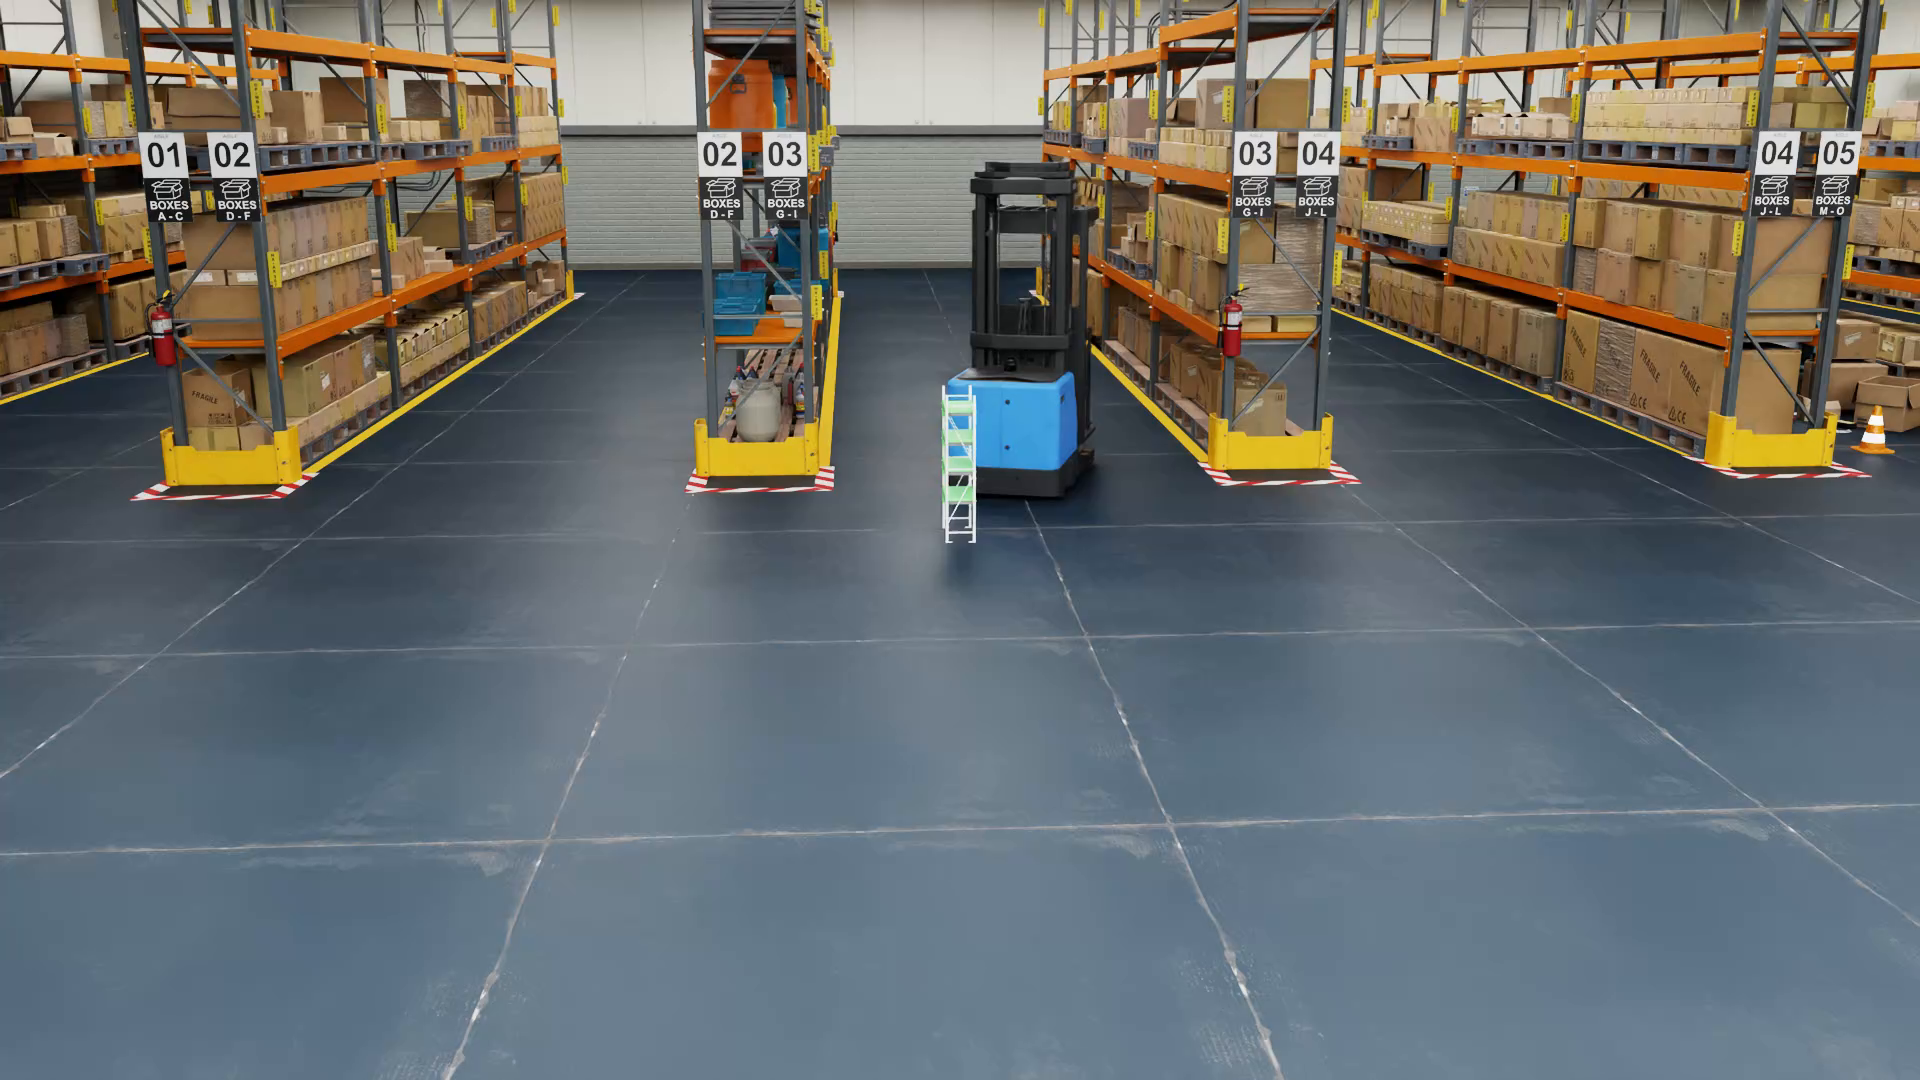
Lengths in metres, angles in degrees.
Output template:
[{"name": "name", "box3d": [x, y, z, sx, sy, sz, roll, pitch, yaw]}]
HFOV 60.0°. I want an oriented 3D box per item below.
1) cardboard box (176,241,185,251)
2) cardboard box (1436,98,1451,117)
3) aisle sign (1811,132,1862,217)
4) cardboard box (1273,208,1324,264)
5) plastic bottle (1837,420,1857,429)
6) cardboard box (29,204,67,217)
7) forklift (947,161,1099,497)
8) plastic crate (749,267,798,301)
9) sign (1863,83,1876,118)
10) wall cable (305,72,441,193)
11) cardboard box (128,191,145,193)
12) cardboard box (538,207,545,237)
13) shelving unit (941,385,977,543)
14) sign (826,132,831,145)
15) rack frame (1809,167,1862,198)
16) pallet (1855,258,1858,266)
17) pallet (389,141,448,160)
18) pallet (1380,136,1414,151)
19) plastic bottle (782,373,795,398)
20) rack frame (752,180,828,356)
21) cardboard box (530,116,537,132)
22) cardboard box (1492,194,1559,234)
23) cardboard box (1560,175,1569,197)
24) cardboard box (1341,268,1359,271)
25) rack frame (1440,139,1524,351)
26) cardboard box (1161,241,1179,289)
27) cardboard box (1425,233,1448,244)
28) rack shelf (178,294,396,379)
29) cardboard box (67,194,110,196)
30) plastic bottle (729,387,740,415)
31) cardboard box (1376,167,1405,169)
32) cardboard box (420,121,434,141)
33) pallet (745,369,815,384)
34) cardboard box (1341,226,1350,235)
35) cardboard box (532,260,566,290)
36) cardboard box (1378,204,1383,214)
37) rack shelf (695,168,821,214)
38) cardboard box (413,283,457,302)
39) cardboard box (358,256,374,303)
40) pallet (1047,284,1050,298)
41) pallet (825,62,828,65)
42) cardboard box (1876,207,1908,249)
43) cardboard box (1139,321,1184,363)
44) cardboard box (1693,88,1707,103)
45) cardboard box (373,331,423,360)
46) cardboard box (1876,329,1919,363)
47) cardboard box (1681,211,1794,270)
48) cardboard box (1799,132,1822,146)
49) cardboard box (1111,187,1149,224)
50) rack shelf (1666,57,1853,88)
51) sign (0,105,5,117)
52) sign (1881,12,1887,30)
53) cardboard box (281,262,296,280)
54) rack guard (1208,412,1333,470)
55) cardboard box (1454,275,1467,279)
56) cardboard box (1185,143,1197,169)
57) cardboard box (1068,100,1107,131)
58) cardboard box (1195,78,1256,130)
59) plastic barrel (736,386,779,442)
[{"name": "cardboard box", "box3d": [-12.141, -4.539, 25.611, 0.380, 0.149, 0.250, -1, 14, -3]}, {"name": "cardboard box", "box3d": [7.175, -6.305, 24.253, 0.396, 0.266, 0.258, -1, 14, -3]}, {"name": "aisle sign", "box3d": [8.306, -3.465, 15.757, 0.394, 0.787, 0.004, -1, 14, -3]}, {"name": "cardboard box", "box3d": [3.283, -2.985, 16.306, 0.500, 0.500, 0.500, -1, 14, -3]}, {"name": "plastic bottle", "box3d": [9.747, -1.281, 18.383, 0.133, 0.061, 0.283, -6, 16, -23]}, {"name": "cardboard box", "box3d": [-12.230, -4.418, 22.293, 0.380, 0.149, 0.250, -3, 15, -11]}, {"name": "forklift", "box3d": [0.709, -2.122, 15.890, 1.130, 2.935, 3.031, 3, 15, 13]}, {"name": "plastic crate", "box3d": [-2.240, -2.924, 18.995, 0.767, 0.338, 0.504, -1, 14, -3]}, {"name": "sign", "box3d": [8.556, -4.141, 15.667, 0.100, 0.325, 0.005, -1, 14, -3]}, {"name": "wall cable", "box3d": [-12.771, -8.731, 35.634, 3.097, 2.526, 0.112, -1, 14, -3]}, {"name": "cardboard box", "box3d": [-12.192, -5.122, 25.070, 0.500, 0.250, 0.500, -1, 14, -2]}, {"name": "cardboard box", "box3d": [-7.409, -5.431, 28.415, 0.500, 0.500, 0.500, -1, 14, -4]}, {"name": "shelving unit", "box3d": [-0.010, -0.622, 13.537, 0.258, 1.200, 0.503, -1, 14, -3]}, {"name": "sign", "box3d": [-1.845, -5.493, 23.047, 0.100, 0.325, 0.005, -1, 14, -3]}, {"name": "rack frame", "box3d": [16.899, -6.378, 32.294, 1.000, 3.000, 0.127, -1, 14, -3]}, {"name": "pallet", "box3d": [12.591, -4.042, 23.601, 1.213, 0.211, 1.003, -1, 14, -3]}, {"name": "pallet", "box3d": [-7.134, -4.921, 20.992, 1.003, 0.211, 1.213, 0, 14, -1]}, {"name": "pallet", "box3d": [7.258, -6.152, 25.775, 1.213, 0.211, 1.003, -1, 14, -3]}, {"name": "plastic bottle", "box3d": [-1.953, -1.768, 18.962, 0.152, 0.276, 0.135, -1, 14, -3]}, {"name": "rack frame", "box3d": [-2.394, -4.081, 23.368, 1.000, 3.000, 0.127, -1, 14, -3]}, {"name": "cardboard box", "box3d": [-7.420, -6.996, 27.975, 0.500, 0.250, 0.500, -1, 14, -3]}, {"name": "cardboard box", "box3d": [7.591, -4.376, 22.308, 0.700, 0.500, 0.500, -1, 14, -4]}, {"name": "cardboard box", "box3d": [11.691, -6.709, 31.374, 0.500, 0.500, 0.500, -1, 14, -5]}, {"name": "cardboard box", "box3d": [6.917, -4.786, 29.791, 0.380, 0.149, 0.250, -1, 14, -3]}, {"name": "rack frame", "box3d": [7.507, -4.209, 23.865, 1.000, 3.000, 0.127, -1, 14, -3]}, {"name": "cardboard box", "box3d": [2.760, -3.117, 18.825, 0.875, 0.500, 0.500, -1, 14, -3]}, {"name": "cardboard box", "box3d": [7.017, -4.406, 24.293, 0.380, 0.149, 0.250, -1, 14, -3]}, {"name": "rack shelf", "box3d": [-6.966, -2.165, 17.364, 1.077, 0.370, 4.000, -1, 14, -3]}, {"name": "cardboard box", "box3d": [-12.626, -4.859, 24.047, 0.500, 0.250, 0.500, -1, 14, -5]}, {"name": "plastic bottle", "box3d": [-2.438, -1.498, 17.913, 0.152, 0.276, 0.135, -1, 14, -3]}, {"name": "cardboard box", "box3d": [7.427, -6.125, 28.508, 0.500, 0.500, 0.500, -1, 14, -5]}, {"name": "cardboard box", "box3d": [-7.203, -5.347, 21.726, 0.500, 0.250, 0.500, 0, 14, -2]}, {"name": "pallet", "box3d": [-2.233, -1.930, 20.605, 1.003, 0.211, 1.213, -1, 14, -3]}, {"name": "cardboard box", "box3d": [6.888, -5.411, 29.040, 0.380, 0.149, 0.250, -2, 15, -6]}, {"name": "cardboard box", "box3d": [-7.554, -4.866, 30.553, 0.500, 0.500, 0.500, -1, 14, -3]}, {"name": "cardboard box", "box3d": [6.874, -5.273, 26.469, 0.380, 0.149, 0.250, -1, 14, -4]}, {"name": "rack shelf", "box3d": [-2.022, -3.693, 17.284, 1.077, 0.370, 4.000, -1, 14, -3]}, {"name": "cardboard box", "box3d": [-7.638, -3.614, 24.181, 0.500, 0.250, 0.500, 0, 14, -1]}, {"name": "cardboard box", "box3d": [-7.056, -2.949, 18.767, 0.700, 0.500, 0.500, -1, 14, -5]}, {"name": "pallet", "box3d": [2.182, -4.599, 30.977, 1.003, 0.211, 1.213, -1, 14, -3]}, {"name": "pallet", "box3d": [-2.560, -7.491, 25.762, 1.003, 0.211, 1.213, -1, 14, -3]}, {"name": "cardboard box", "box3d": [12.373, -4.075, 21.702, 0.500, 0.500, 0.500, 0, 14, -2]}, {"name": "cardboard box", "box3d": [2.735, -2.576, 21.653, 0.700, 0.500, 0.500, -2, 15, -8]}, {"name": "cardboard box", "box3d": [7.595, -4.457, 16.670, 0.380, 0.149, 0.250, -1, 14, -2]}, {"name": "cardboard box", "box3d": [-6.893, -2.385, 20.327, 0.500, 0.311, 0.500, -1, 14, -4]}, {"name": "cardboard box", "box3d": [12.606, -2.555, 21.870, 0.950, 0.372, 0.625, 0, 14, 0]}, {"name": "cardboard box", "box3d": [7.892, -3.043, 16.866, 0.875, 0.550, 0.550, -1, 14, -3]}, {"name": "cardboard box", "box3d": [8.301, -3.892, 16.075, 0.380, 0.149, 0.250, -1, 14, -3]}, {"name": "cardboard box", "box3d": [2.521, -4.874, 24.235, 0.797, 0.503, 0.637, 0, 14, -2]}, {"name": "rack shelf", "box3d": [12.317, -7.171, 25.584, 1.077, 0.370, 4.000, -1, 14, -3]}, {"name": "sign", "box3d": [-12.836, -5.663, 22.300, 0.100, 0.325, 0.005, -1, 14, -3]}, {"name": "sign", "box3d": [17.454, -9.815, 31.424, 0.100, 0.325, 0.005, -1, 14, -3]}, {"name": "cardboard box", "box3d": [-6.685, -2.607, 16.136, 0.380, 0.149, 0.250, -1, 14, -3]}, {"name": "rack guard", "box3d": [3.041, -0.976, 16.317, 1.175, 0.500, 0.348, -1, 14, -3]}, {"name": "cardboard box", "box3d": [7.674, -3.866, 25.202, 0.500, 0.250, 0.500, -1, 14, -4]}, {"name": "cardboard box", "box3d": [2.669, -4.041, 17.492, 0.500, 0.250, 0.500, -1, 14, -4]}, {"name": "cardboard box", "box3d": [2.194, -7.099, 27.833, 0.700, 0.500, 0.500, -2, 15, -7]}, {"name": "cardboard box", "box3d": [2.697, -4.437, 16.929, 0.500, 0.500, 0.500, -1, 14, -3]}, {"name": "plastic barrel", "box3d": [-2.015, -1.252, 16.524, 0.421, 0.512, 0.421, 0, 14, 0]}]
